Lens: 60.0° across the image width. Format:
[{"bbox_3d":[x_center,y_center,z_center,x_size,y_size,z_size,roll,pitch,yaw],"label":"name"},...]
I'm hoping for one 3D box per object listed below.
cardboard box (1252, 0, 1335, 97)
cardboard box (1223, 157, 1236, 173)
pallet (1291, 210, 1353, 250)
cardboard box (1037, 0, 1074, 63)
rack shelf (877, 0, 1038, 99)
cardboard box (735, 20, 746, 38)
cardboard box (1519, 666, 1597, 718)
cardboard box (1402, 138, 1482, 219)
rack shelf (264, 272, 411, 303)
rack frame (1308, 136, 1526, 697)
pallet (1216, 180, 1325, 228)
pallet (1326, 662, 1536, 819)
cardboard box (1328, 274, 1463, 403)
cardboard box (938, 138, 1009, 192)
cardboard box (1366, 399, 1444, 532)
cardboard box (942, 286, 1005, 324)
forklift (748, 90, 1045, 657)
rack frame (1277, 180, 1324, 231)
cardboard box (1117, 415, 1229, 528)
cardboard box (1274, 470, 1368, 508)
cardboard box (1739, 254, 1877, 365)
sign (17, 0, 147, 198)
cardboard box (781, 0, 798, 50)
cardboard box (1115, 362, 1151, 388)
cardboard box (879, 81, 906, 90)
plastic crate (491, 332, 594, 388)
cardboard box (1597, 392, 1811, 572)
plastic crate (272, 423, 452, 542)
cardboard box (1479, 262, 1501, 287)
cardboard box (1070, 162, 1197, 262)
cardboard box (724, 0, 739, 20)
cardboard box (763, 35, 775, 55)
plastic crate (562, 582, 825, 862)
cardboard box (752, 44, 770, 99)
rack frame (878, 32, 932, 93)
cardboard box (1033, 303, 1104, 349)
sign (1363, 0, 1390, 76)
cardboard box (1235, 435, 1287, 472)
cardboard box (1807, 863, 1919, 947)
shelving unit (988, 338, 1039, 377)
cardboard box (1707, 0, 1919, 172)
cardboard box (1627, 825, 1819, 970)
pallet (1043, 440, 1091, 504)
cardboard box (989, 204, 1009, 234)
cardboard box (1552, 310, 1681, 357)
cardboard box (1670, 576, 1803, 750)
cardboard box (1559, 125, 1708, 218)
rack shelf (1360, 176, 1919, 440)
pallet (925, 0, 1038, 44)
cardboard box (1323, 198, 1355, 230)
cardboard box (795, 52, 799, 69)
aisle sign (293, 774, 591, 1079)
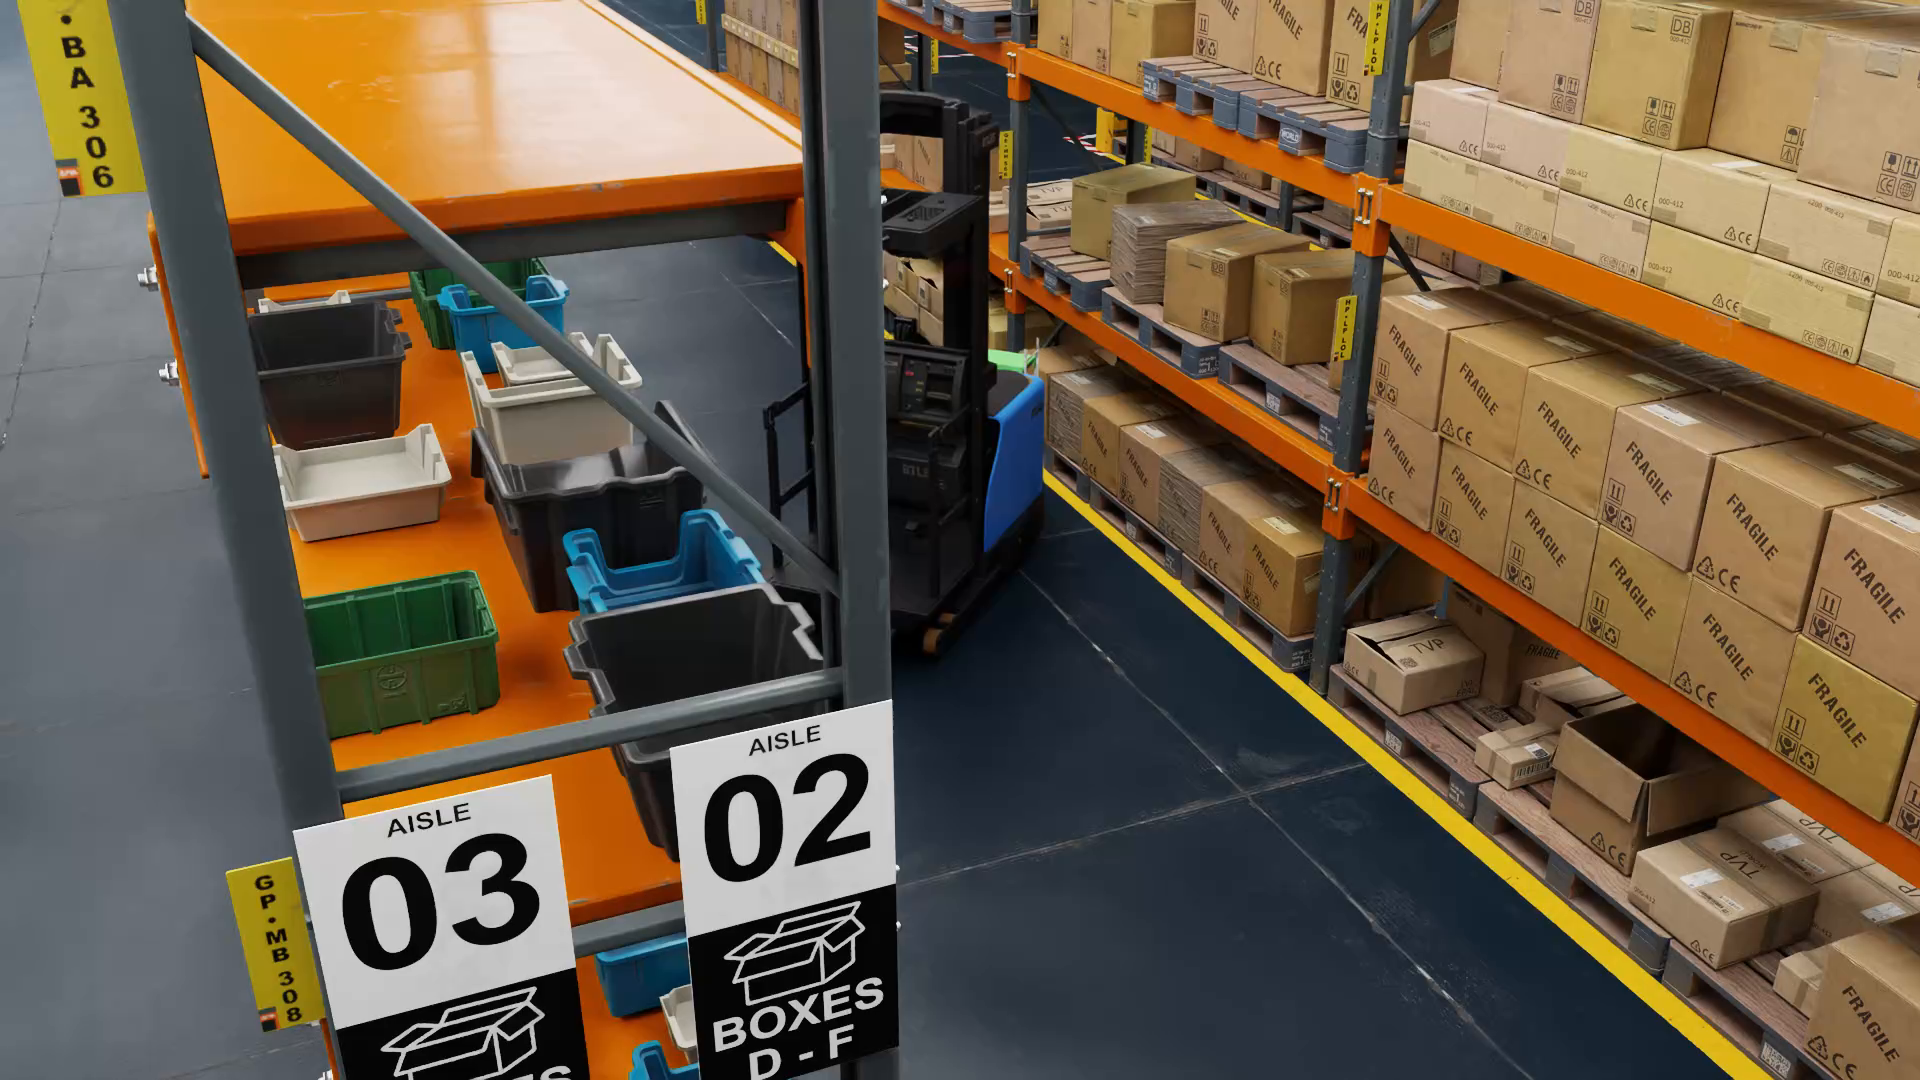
[{"bbox_3d":[1.979,-2.716,8.768,0.600,0.600,0.600,-11,28,-21],"label":"cardboard box"},{"bbox_3d":[3.207,-4.256,18.795,0.380,0.149,0.250,-13,29,-25],"label":"cardboard box"},{"bbox_3d":[4.121,-3.123,16.905,1.003,0.211,1.213,-11,28,-21],"label":"pallet"},{"bbox_3d":[1.026,-3.445,10.854,0.910,0.500,0.500,-11,28,-21],"label":"cardboard box"},{"bbox_3d":[0.041,-4.054,13.036,1.077,0.370,4.000,-11,28,-21],"label":"rack shelf"},{"bbox_3d":[-2.151,-5.386,17.509,0.380,0.149,0.250,-10,28,-20],"label":"cardboard box"},{"bbox_3d":[3.077,0.798,8.444,0.380,0.149,0.250,-11,28,-21],"label":"cardboard box"},{"bbox_3d":[2.354,-1.649,7.461,0.500,0.250,0.500,-11,28,-21],"label":"cardboard box"},{"bbox_3d":[-2.951,-1.590,7.989,1.077,0.370,4.000,-11,28,-21],"label":"rack shelf"},{"bbox_3d":[2.391,-0.608,8.576,1.000,3.000,0.127,-11,28,-21],"label":"rack frame"},{"bbox_3d":[3.519,-3.702,18.091,1.003,0.211,1.213,-11,28,-21],"label":"pallet"},{"bbox_3d":[2.659,0.923,8.619,1.003,0.211,1.213,-11,28,-21],"label":"pallet"},{"bbox_3d":[2.411,-1.071,8.932,0.700,0.500,0.500,-22,34,-37],"label":"cardboard box"},{"bbox_3d":[0.152,-2.942,13.243,0.500,0.500,0.500,-12,29,-23],"label":"cardboard box"},{"bbox_3d":[2.340,-0.400,8.036,0.500,0.500,0.500,-10,28,-19],"label":"cardboard box"},{"bbox_3d":[0.183,-1.805,13.045,0.500,0.311,0.500,-11,28,-21],"label":"cardboard box"},{"bbox_3d":[-0.492,-0.867,9.186,1.130,2.935,3.031,11,28,20],"label":"forklift"},{"bbox_3d":[3.815,-4.690,16.937,1.000,3.000,0.127,-11,28,-21],"label":"rack frame"},{"bbox_3d":[1.351,-0.440,10.581,0.500,0.500,0.500,-12,28,-22],"label":"cardboard box"},{"bbox_3d":[2.207,-0.133,9.950,0.500,0.500,0.500,-10,28,-20],"label":"cardboard box"},{"bbox_3d":[3.120,-0.839,5.801,0.500,0.250,0.500,-11,28,-21],"label":"cardboard box"},{"bbox_3d":[-1.102,-0.593,2.076,0.100,0.325,0.005,-11,28,-21],"label":"sign"},{"bbox_3d":[-1.316,-5.049,16.080,0.700,0.500,0.500,-11,28,-21],"label":"cardboard box"},{"bbox_3d":[1.407,-0.960,11.644,0.500,0.500,0.500,-9,28,-19],"label":"cardboard box"},{"bbox_3d":[-0.921,-4.060,15.533,0.700,0.500,0.500,-11,28,-22],"label":"cardboard box"},{"bbox_3d":[-1.320,-0.539,5.318,0.293,0.136,0.466,-11,28,-21],"label":"plastic crate"},{"bbox_3d":[2.923,-0.239,6.567,0.500,0.500,0.500,-10,28,-19],"label":"cardboard box"},{"bbox_3d":[-1.639,-0.164,4.549,0.437,0.136,0.530,-11,28,-21],"label":"plastic crate"},{"bbox_3d":[5.051,-2.431,14.658,0.700,0.500,0.500,-10,28,-20],"label":"cardboard box"},{"bbox_3d":[1.175,-2.221,11.288,0.700,0.500,0.500,-22,34,-37],"label":"cardboard box"},{"bbox_3d":[-2.117,-5.868,17.757,0.700,0.500,0.500,-10,28,-20],"label":"cardboard box"},{"bbox_3d":[-1.752,-4.972,16.662,0.380,0.149,0.250,-10,28,-20],"label":"cardboard box"},{"bbox_3d":[-0.496,0.364,3.315,0.497,0.269,0.590,-11,28,-21],"label":"plastic crate"},{"bbox_3d":[-1.738,-4.894,17.240,0.700,0.500,0.500,-10,28,-20],"label":"cardboard box"},{"bbox_3d":[-0.742,-3.837,15.190,1.000,3.000,0.127,-11,28,-21],"label":"rack frame"},{"bbox_3d":[0.890,-1.689,12.807,0.500,0.311,0.500,-10,28,-19],"label":"cardboard box"},{"bbox_3d":[1.882,-2.268,7.519,0.100,0.325,0.005,-11,28,-21],"label":"sign"},{"bbox_3d":[2.034,-0.660,10.176,0.500,0.250,0.500,-11,28,-20],"label":"cardboard box"},{"bbox_3d":[3.810,1.575,6.738,0.500,0.250,0.500,-11,28,-21],"label":"cardboard box"},{"bbox_3d":[0.231,-0.747,10.913,0.503,1.200,0.258,11,28,20],"label":"shelving unit"},{"bbox_3d":[3.219,-1.657,6.053,0.700,0.500,0.500,-11,28,-21],"label":"cardboard box"},{"bbox_3d":[3.173,1.479,6.934,0.500,0.250,0.500,-11,28,-21],"label":"cardboard box"},{"bbox_3d":[1.082,-0.661,11.864,1.003,0.211,1.213,-11,28,-21],"label":"pallet"},{"bbox_3d":[0.218,-2.425,12.584,0.380,0.149,0.250,-11,28,-21],"label":"cardboard box"},{"bbox_3d":[3.030,-0.736,7.585,0.500,0.500,0.500,-11,28,-22],"label":"cardboard box"},{"bbox_3d":[3.135,0.417,6.363,0.500,0.500,0.500,-10,28,-20],"label":"cardboard box"},{"bbox_3d":[2.735,-1.468,6.521,0.500,0.250,0.500,-11,28,-21],"label":"cardboard box"},{"bbox_3d":[3.174,-0.825,6.422,1.077,0.370,4.000,-11,28,-21],"label":"rack shelf"},{"bbox_3d":[0.477,-3.744,11.796,1.213,0.211,1.003,-9,28,-18],"label":"pallet"},{"bbox_3d":[4.118,-3.470,16.786,0.700,0.500,0.500,-10,28,-19],"label":"cardboard box"},{"bbox_3d":[-1.349,-4.558,15.813,0.380,0.149,0.250,-11,28,-21],"label":"cardboard box"},{"bbox_3d":[-0.843,0.768,2.795,0.394,0.787,0.004,-11,28,-21],"label":"aisle sign"}]
